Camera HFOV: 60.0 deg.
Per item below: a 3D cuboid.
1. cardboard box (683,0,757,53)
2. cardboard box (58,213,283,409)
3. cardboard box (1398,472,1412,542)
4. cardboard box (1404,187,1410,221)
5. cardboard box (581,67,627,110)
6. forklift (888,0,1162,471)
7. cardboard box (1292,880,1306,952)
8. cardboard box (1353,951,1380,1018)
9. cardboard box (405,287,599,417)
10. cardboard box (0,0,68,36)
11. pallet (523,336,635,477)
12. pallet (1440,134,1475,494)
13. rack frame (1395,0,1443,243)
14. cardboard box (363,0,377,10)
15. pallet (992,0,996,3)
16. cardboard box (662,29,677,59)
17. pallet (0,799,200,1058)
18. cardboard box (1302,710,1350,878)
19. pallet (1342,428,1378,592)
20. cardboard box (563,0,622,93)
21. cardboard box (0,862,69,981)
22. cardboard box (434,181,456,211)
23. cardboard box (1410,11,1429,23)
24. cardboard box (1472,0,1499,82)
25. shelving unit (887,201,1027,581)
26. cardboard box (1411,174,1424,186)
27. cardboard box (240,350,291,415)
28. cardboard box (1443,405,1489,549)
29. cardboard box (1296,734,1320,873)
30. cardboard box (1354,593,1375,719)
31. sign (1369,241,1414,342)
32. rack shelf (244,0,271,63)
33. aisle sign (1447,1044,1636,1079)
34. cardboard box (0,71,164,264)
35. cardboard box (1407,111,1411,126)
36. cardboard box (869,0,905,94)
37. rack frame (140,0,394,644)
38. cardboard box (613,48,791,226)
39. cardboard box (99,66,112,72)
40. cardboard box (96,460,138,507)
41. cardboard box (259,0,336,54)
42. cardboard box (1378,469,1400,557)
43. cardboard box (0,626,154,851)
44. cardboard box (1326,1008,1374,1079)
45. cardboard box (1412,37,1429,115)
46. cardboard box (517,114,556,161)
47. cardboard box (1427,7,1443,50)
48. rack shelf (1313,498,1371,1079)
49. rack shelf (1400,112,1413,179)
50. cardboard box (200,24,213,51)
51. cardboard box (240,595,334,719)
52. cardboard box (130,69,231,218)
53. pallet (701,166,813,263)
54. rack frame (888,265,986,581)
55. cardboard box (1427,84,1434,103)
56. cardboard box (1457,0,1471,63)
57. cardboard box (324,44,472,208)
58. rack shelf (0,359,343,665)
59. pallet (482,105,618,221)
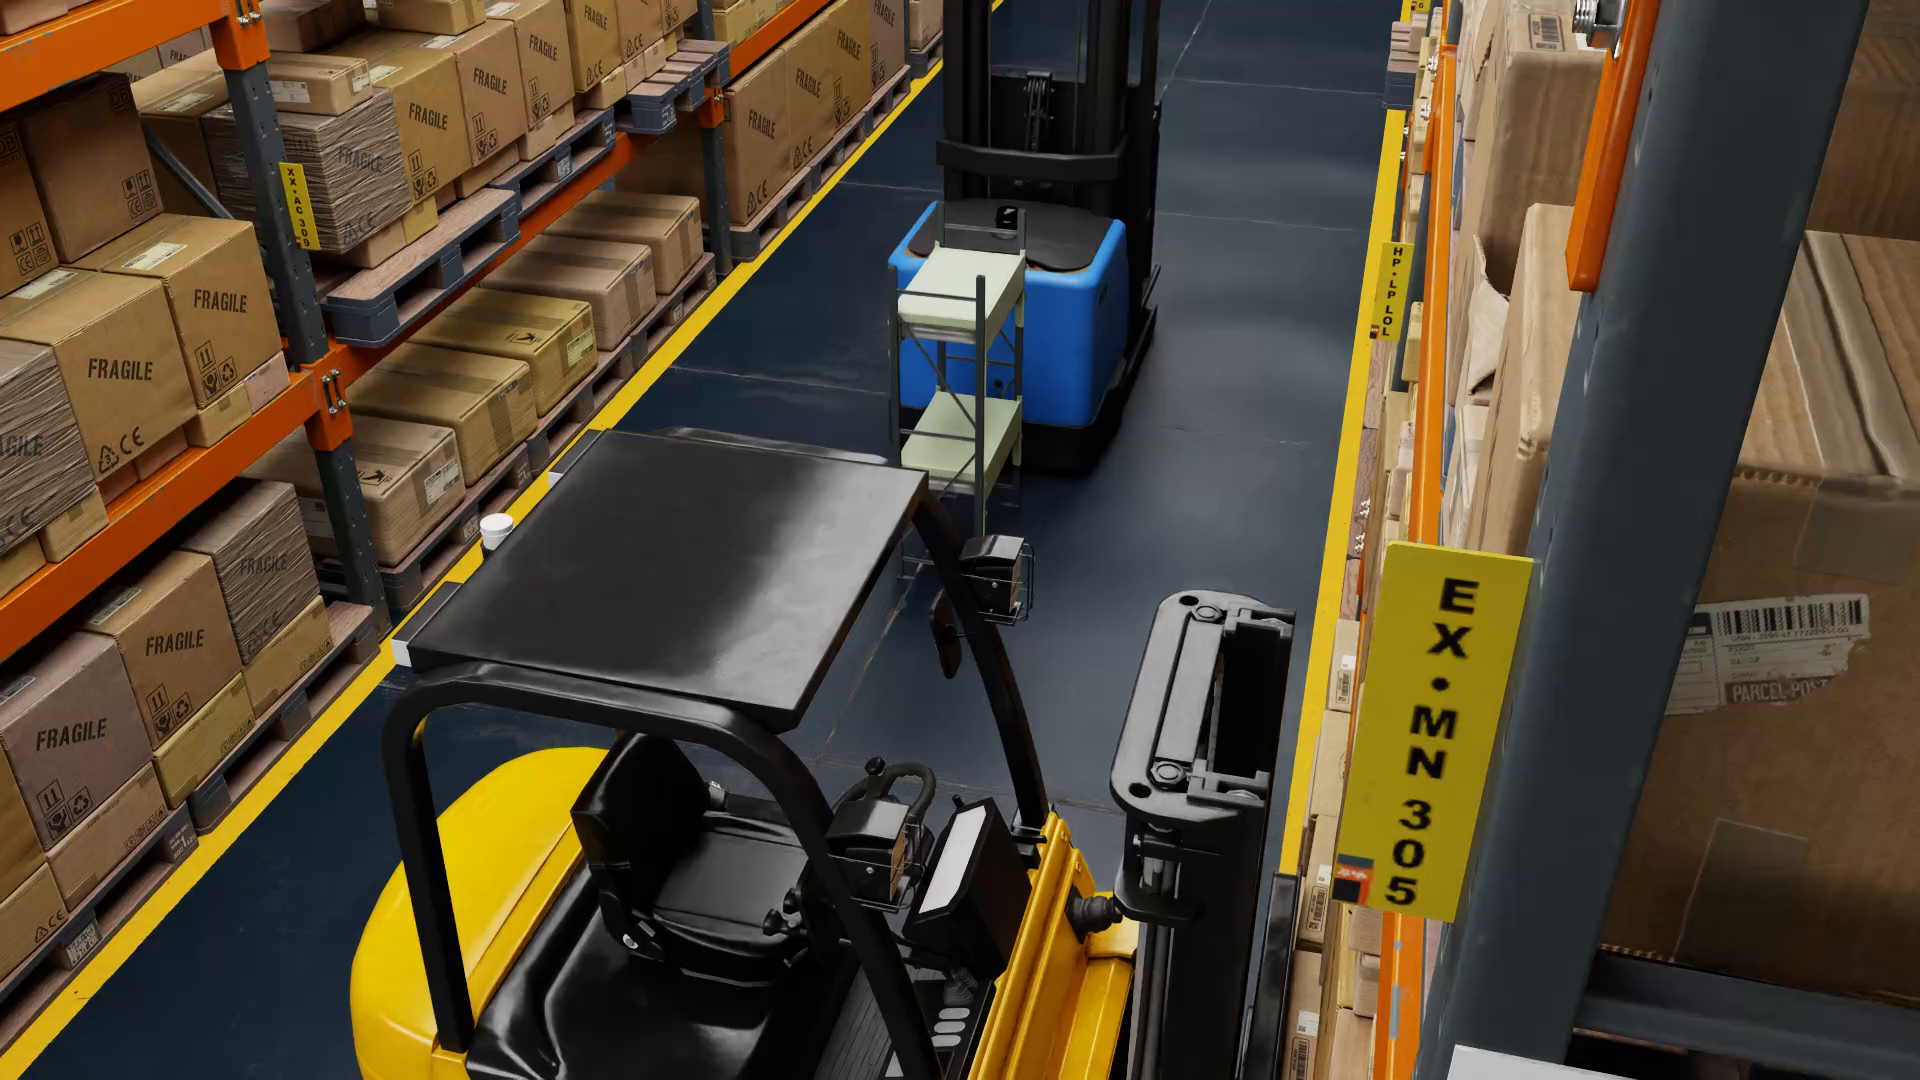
[{"bbox_3d":[-1.551,-3.150,10.048,0.500,0.250,0.500,7,33,12],"label":"cardboard box"},{"bbox_3d":[-2.806,-0.821,5.875,0.500,0.500,0.500,7,33,11],"label":"cardboard box"},{"bbox_3d":[1.261,-0.021,4.011,0.380,0.149,0.250,8,33,12],"label":"cardboard box"},{"bbox_3d":[2.278,-1.531,7.501,0.500,0.250,0.500,7,33,11],"label":"cardboard box"},{"bbox_3d":[-1.921,-2.302,8.418,0.380,0.149,0.250,9,33,13],"label":"cardboard box"},{"bbox_3d":[0.514,-2.360,8.730,1.130,2.935,3.031,8,33,13],"label":"forklift"},{"bbox_3d":[1.182,1.258,4.680,0.500,0.250,0.500,8,33,12],"label":"cardboard box"},{"bbox_3d":[0.927,0.763,3.056,0.380,0.149,0.250,7,33,11],"label":"cardboard box"},{"bbox_3d":[-2.449,-0.993,8.574,0.950,0.372,0.625,9,34,14],"label":"cardboard box"},{"bbox_3d":[-2.910,-1.617,4.936,0.380,0.149,0.250,8,33,13],"label":"cardboard box"},{"bbox_3d":[-2.430,-0.780,8.780,1.003,0.211,1.213,8,33,12],"label":"pallet"},{"bbox_3d":[1.365,-0.395,2.862,1.003,0.211,1.213,8,33,12],"label":"pallet"},{"bbox_3d":[2.883,-2.319,8.603,1.000,3.000,0.127,8,33,12],"label":"rack frame"},{"bbox_3d":[-2.645,-2.330,7.857,0.500,0.500,0.500,7,33,11],"label":"cardboard box"},{"bbox_3d":[-0.016,-5.542,16.271,1.003,0.211,1.213,8,33,12],"label":"pallet"},{"bbox_3d":[-1.772,-2.713,9.065,0.380,0.149,0.250,9,33,13],"label":"cardboard box"},{"bbox_3d":[-3.378,1.248,5.591,1.003,0.211,1.213,8,33,12],"label":"pallet"},{"bbox_3d":[1.303,0.790,4.951,0.500,0.250,0.500,8,33,12],"label":"cardboard box"},{"bbox_3d":[2.325,-0.090,7.694,1.003,0.211,1.213,8,33,12],"label":"pallet"},{"bbox_3d":[-2.013,-2.533,8.176,0.500,0.500,0.500,6,33,9],"label":"cardboard box"},{"bbox_3d":[-3.214,1.212,5.220,0.500,0.250,0.500,10,34,16],"label":"cardboard box"},{"bbox_3d":[-2.418,-1.518,7.185,0.380,0.149,0.250,10,34,15],"label":"cardboard box"},{"bbox_3d":[2.838,-3.025,9.461,0.500,0.250,0.500,6,33,10],"label":"cardboard box"},{"bbox_3d":[1.272,-0.776,2.798,0.797,0.503,0.637,9,34,14],"label":"cardboard box"},{"bbox_3d":[-0.002,-0.629,7.342,0.431,1.500,0.755,8,33,12],"label":"shelving unit"},{"bbox_3d":[2.005,-1.213,6.537,0.500,0.250,0.500,9,33,13],"label":"cardboard box"},{"bbox_3d":[-2.720,-0.603,6.137,0.380,0.149,0.250,8,33,12],"label":"cardboard box"},{"bbox_3d":[0.770,-0.019,1.937,0.380,0.149,0.250,7,33,11],"label":"cardboard box"},{"bbox_3d":[1.425,0.945,5.638,0.500,0.250,0.500,8,33,13],"label":"cardboard box"},{"bbox_3d":[1.260,0.444,4.162,0.500,0.500,0.500,8,33,12],"label":"cardboard box"},{"bbox_3d":[1.341,-0.768,5.156,0.100,0.325,0.005,8,33,12],"label":"sign"},{"bbox_3d":[-2.426,-2.918,7.418,1.077,0.370,4.000,8,33,12],"label":"rack shelf"},{"bbox_3d":[0.553,0.729,1.384,0.394,0.787,0.004,8,33,12],"label":"aisle sign"},{"bbox_3d":[-3.255,-1.308,5.710,0.700,0.500,0.500,8,33,12],"label":"cardboard box"},{"bbox_3d":[3.558,-3.297,12.079,0.500,0.500,0.500,9,34,14],"label":"cardboard box"},{"bbox_3d":[-0.984,-4.017,12.862,0.875,0.875,0.875,9,34,14],"label":"cardboard box"},{"bbox_3d":[-2.934,-0.918,6.397,1.000,3.000,0.127,8,33,12],"label":"rack frame"},{"bbox_3d":[-1.663,-2.621,10.666,0.875,0.875,0.875,8,33,12],"label":"cardboard box"},{"bbox_3d":[-6.306,-3.069,11.721,0.500,0.500,0.500,7,33,10],"label":"cardboard box"},{"bbox_3d":[-2.995,-0.221,5.536,0.380,0.149,0.250,8,33,12],"label":"cardboard box"},{"bbox_3d":[-2.873,-2.166,6.995,0.380,0.149,0.250,7,33,11],"label":"cardboard box"},{"bbox_3d":[1.295,-0.039,4.317,0.380,0.149,0.250,9,33,13],"label":"cardboard box"},{"bbox_3d":[-3.080,0.622,5.449,0.500,0.500,0.500,10,34,15],"label":"cardboard box"},{"bbox_3d":[0.865,1.231,2.925,0.500,0.500,0.500,9,34,14],"label":"cardboard box"},{"bbox_3d":[2.510,-2.274,8.204,0.500,0.250,0.500,8,33,12],"label":"cardboard box"},{"bbox_3d":[-2.130,-1.905,7.794,0.380,0.149,0.250,9,34,14],"label":"cardboard box"},{"bbox_3d":[2.518,-2.510,8.205,0.380,0.149,0.250,9,34,14],"label":"cardboard box"},{"bbox_3d":[1.361,1.098,3.898,1.077,0.370,4.000,8,33,12],"label":"rack shelf"},{"bbox_3d":[3.391,-3.054,10.428,1.077,0.370,4.000,8,33,12],"label":"rack shelf"},{"bbox_3d":[-5.926,-3.863,12.969,0.500,0.500,0.500,7,33,11],"label":"cardboard box"},{"bbox_3d":[-2.824,0.409,6.482,0.500,0.250,0.500,10,34,15],"label":"cardboard box"},{"bbox_3d":[-3.039,-1.533,6.604,0.500,0.500,0.500,7,33,11],"label":"cardboard box"},{"bbox_3d":[-1.646,-2.215,11.038,1.003,0.211,1.213,8,33,12],"label":"pallet"},{"bbox_3d":[-0.095,-0.440,7.043,0.400,1.500,0.023,8,33,12],"label":"rack frame"},{"bbox_3d":[2.200,-1.839,7.149,0.380,0.149,0.250,9,33,13],"label":"cardboard box"},{"bbox_3d":[1.422,-1.293,3.790,0.500,0.311,0.500,9,33,13],"label":"cardboard box"},{"bbox_3d":[-2.411,-1.727,6.908,0.500,0.500,0.500,8,33,13],"label":"cardboard box"},{"bbox_3d":[-3.441,0.424,4.958,1.077,0.370,4.000,8,33,12],"label":"rack shelf"},{"bbox_3d":[-2.381,-1.880,8.089,1.003,0.211,1.213,8,33,12],"label":"pallet"}]
